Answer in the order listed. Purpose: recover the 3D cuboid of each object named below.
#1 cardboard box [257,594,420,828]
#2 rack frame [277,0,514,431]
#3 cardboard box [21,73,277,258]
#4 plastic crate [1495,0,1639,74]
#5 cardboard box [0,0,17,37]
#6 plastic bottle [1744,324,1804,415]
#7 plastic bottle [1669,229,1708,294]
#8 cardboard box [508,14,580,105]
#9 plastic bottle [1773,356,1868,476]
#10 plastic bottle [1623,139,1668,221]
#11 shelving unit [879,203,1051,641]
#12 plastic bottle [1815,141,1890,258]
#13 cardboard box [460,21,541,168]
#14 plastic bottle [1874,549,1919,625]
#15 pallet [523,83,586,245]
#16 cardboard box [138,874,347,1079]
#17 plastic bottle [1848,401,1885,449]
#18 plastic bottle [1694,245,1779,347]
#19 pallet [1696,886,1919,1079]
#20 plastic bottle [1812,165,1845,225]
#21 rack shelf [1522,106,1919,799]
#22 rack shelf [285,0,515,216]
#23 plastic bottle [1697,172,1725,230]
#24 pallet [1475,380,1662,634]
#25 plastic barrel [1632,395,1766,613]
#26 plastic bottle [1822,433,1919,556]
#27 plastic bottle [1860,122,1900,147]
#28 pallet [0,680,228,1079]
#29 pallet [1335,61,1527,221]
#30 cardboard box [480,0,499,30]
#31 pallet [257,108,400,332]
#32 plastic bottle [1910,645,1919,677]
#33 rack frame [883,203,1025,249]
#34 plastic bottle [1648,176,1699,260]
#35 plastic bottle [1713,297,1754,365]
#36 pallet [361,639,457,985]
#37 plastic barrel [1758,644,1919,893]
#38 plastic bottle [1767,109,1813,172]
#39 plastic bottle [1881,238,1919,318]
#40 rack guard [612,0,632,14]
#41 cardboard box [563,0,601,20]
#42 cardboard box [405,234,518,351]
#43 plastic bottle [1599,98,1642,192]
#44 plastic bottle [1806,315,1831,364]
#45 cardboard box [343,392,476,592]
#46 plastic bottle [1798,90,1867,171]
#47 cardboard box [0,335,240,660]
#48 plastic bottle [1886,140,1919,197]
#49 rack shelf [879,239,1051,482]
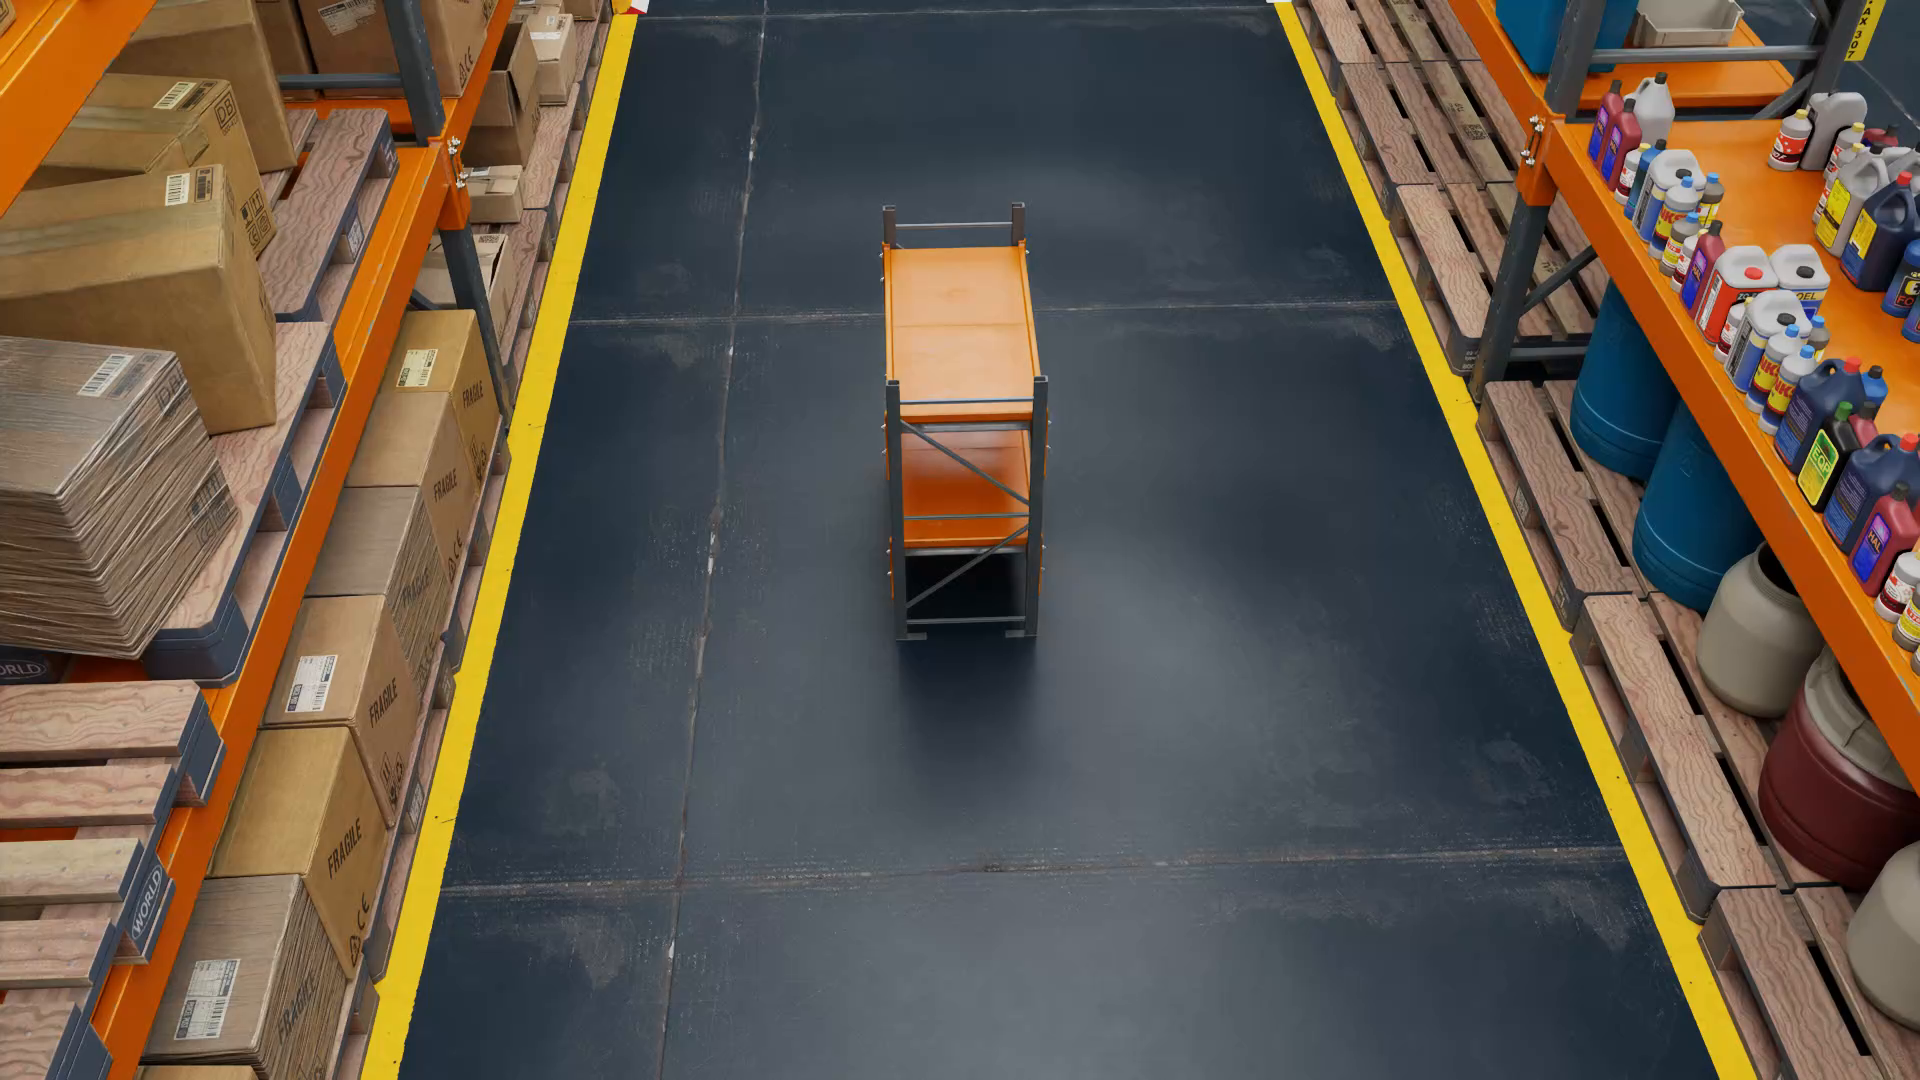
[{"bbox_3d":[-1.963,0.525,4.982,0.500,0.500,0.500,-3,43,-3],"label":"cardboard box"},{"bbox_3d":[-2.328,-1.575,5.749,1.000,3.000,0.127,-2,43,-2],"label":"rack frame"},{"bbox_3d":[-2.438,-0.978,4.713,0.700,0.500,0.500,5,43,5],"label":"cardboard box"},{"bbox_3d":[2.261,-2.037,6.219,0.392,0.384,0.575,-2,43,-2],"label":"plastic crate"},{"bbox_3d":[-2.254,-1.007,2.834,0.910,0.500,0.500,-2,43,-2],"label":"cardboard box"},{"bbox_3d":[2.287,-0.483,4.653,0.097,0.271,0.097,0,43,0],"label":"plastic bottle"},{"bbox_3d":[2.262,-0.861,5.116,0.097,0.201,0.097,0,43,0],"label":"plastic bottle"},{"bbox_3d":[-2.218,-2.422,8.382,0.500,0.250,0.500,-2,43,-2],"label":"cardboard box"},{"bbox_3d":[2.321,-0.352,4.451,0.144,0.351,0.185,-2,43,-2],"label":"plastic bottle"},{"bbox_3d":[2.244,-1.175,5.407,0.097,0.271,0.097,0,43,0],"label":"plastic bottle"},{"bbox_3d":[0.000,-0.419,5.875,0.538,1.125,1.048,-2,43,-2],"label":"shelving unit"},{"bbox_3d":[2.843,-1.082,5.247,0.144,0.351,0.185,-2,43,-2],"label":"plastic bottle"},{"bbox_3d":[-2.412,-2.086,7.827,0.797,0.503,0.637,-2,43,-2],"label":"cardboard box"},{"bbox_3d":[2.323,0.103,4.064,0.097,0.201,0.097,0,43,0],"label":"plastic bottle"},{"bbox_3d":[-2.411,-1.837,8.098,1.003,0.211,1.213,-2,43,-2],"label":"pallet"},{"bbox_3d":[-1.919,1.215,4.228,0.500,0.500,0.500,-3,43,-3],"label":"cardboard box"},{"bbox_3d":[2.347,-0.221,4.357,0.061,0.283,0.133,-2,43,-2],"label":"plastic bottle"},{"bbox_3d":[2.300,-0.721,4.908,0.152,0.276,0.135,-2,43,-2],"label":"plastic bottle"},{"bbox_3d":[2.716,1.482,4.477,1.003,0.211,1.213,-2,43,-2],"label":"pallet"},{"bbox_3d":[2.853,-1.122,5.401,0.097,0.201,0.097,0,43,0],"label":"plastic bottle"},{"bbox_3d":[2.706,-0.100,4.671,1.077,0.370,4.000,-2,43,-2],"label":"rack shelf"},{"bbox_3d":[-2.412,-2.660,7.465,1.077,0.370,4.000,-2,43,-2],"label":"rack shelf"},{"bbox_3d":[2.400,-1.088,5.364,0.097,0.201,0.097,0,43,0],"label":"plastic bottle"},{"bbox_3d":[2.613,-0.165,6.274,1.003,0.211,1.213,-2,43,-2],"label":"pallet"},{"bbox_3d":[2.658,-0.251,5.546,0.600,0.901,0.708,-2,43,-2],"label":"plastic barrel"},{"bbox_3d":[2.334,-0.138,4.217,0.144,0.351,0.185,-2,43,-2],"label":"plastic bottle"},{"bbox_3d":[3.017,-1.260,5.491,0.061,0.283,0.133,-2,43,-2],"label":"plastic bottle"},{"bbox_3d":[-2.257,0.740,3.365,1.213,0.211,1.003,-2,43,-2],"label":"pallet"},{"bbox_3d":[2.497,-2.008,8.284,1.003,0.211,1.213,-2,43,-2],"label":"pallet"},{"bbox_3d":[-2.102,-2.310,6.476,0.500,0.500,0.500,-1,43,-1],"label":"cardboard box"},{"bbox_3d":[-2.403,-0.962,5.222,1.003,0.211,1.213,-2,43,-2],"label":"pallet"},{"bbox_3d":[2.331,0.235,3.921,0.097,0.201,0.097,0,43,0],"label":"plastic bottle"},{"bbox_3d":[-0.022,-0.762,6.249,0.500,1.125,0.032,-2,43,-2],"label":"rack frame"},{"bbox_3d":[2.254,-1.018,5.236,0.097,0.271,0.097,0,43,0],"label":"plastic bottle"},{"bbox_3d":[2.277,-0.614,4.847,0.097,0.201,0.097,0,43,0],"label":"plastic bottle"},{"bbox_3d":[-2.200,0.826,5.192,1.003,0.211,1.213,-2,43,-2],"label":"pallet"},{"bbox_3d":[2.706,0.627,4.820,0.600,0.588,0.708,-2,43,-2],"label":"plastic barrel"},{"bbox_3d":[2.837,-1.369,5.671,0.097,0.201,0.097,0,43,0],"label":"plastic bottle"},{"bbox_3d":[2.874,-0.808,5.006,0.097,0.271,0.097,0,43,0],"label":"plastic bottle"},{"bbox_3d":[-2.494,-3.303,9.484,1.175,0.500,0.348,-2,43,-2],"label":"rack guard"},{"bbox_3d":[-2.228,-3.157,8.998,0.500,0.500,0.500,-2,43,-2],"label":"cardboard box"},{"bbox_3d":[-2.129,-1.036,6.825,0.500,0.311,0.500,-2,43,-2],"label":"cardboard box"},{"bbox_3d":[2.217,-1.322,5.559,0.061,0.283,0.133,-2,43,-2],"label":"plastic bottle"},{"bbox_3d":[2.434,-0.553,4.780,0.097,0.201,0.097,0,43,0],"label":"plastic bottle"},{"bbox_3d":[-2.008,-0.157,5.726,0.500,0.500,0.500,-2,43,-2],"label":"cardboard box"},{"bbox_3d":[2.961,-1.413,5.663,0.152,0.276,0.135,-2,43,-2],"label":"plastic bottle"},{"bbox_3d":[-2.145,-0.112,3.767,0.700,0.500,0.500,6,43,6],"label":"cardboard box"},{"bbox_3d":[2.987,-1.086,5.251,0.144,0.351,0.185,-2,43,-2],"label":"plastic bottle"},{"bbox_3d":[0.000,-0.635,5.677,0.538,0.278,1.000,-2,43,-2],"label":"rack shelf"}]
